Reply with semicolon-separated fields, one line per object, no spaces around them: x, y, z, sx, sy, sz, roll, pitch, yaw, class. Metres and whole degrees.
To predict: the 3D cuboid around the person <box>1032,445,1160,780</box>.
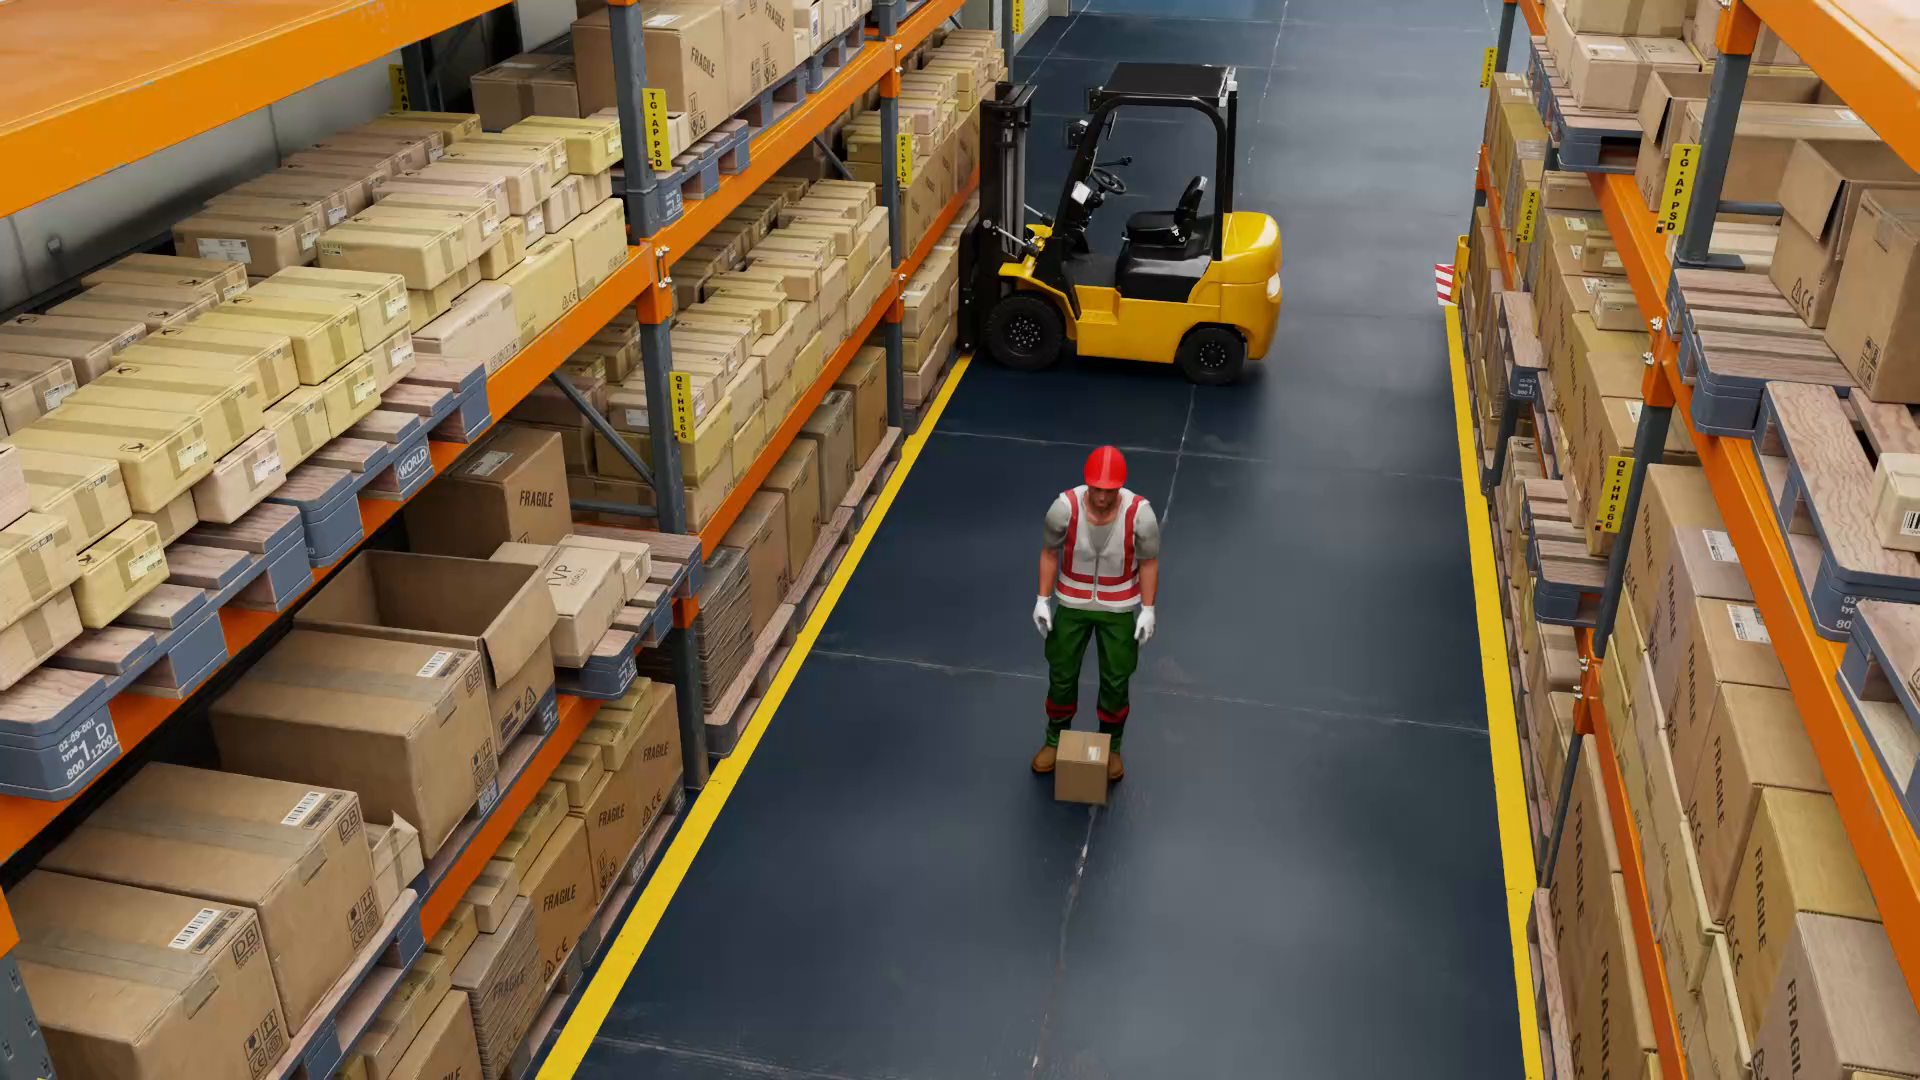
0.649;0.338;7.988;0.595;1.778;0.449;5;29;9;person
